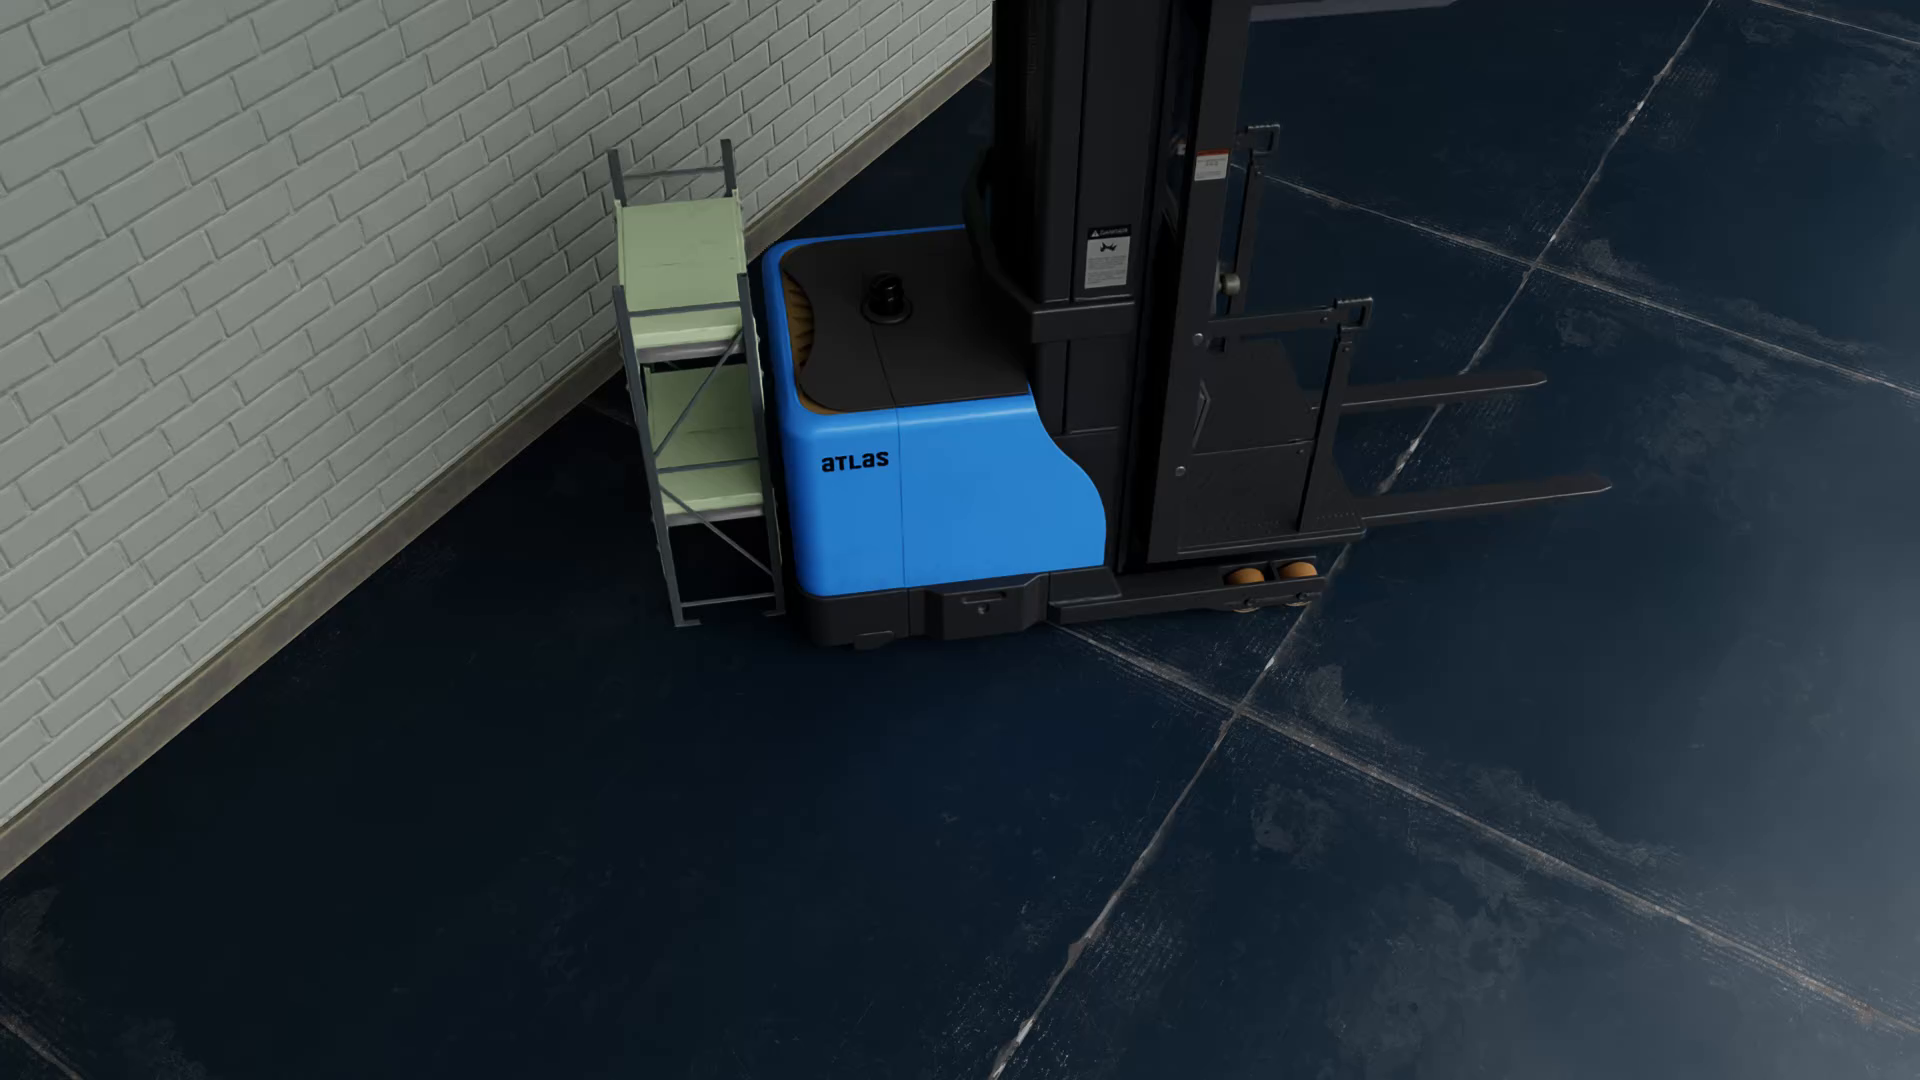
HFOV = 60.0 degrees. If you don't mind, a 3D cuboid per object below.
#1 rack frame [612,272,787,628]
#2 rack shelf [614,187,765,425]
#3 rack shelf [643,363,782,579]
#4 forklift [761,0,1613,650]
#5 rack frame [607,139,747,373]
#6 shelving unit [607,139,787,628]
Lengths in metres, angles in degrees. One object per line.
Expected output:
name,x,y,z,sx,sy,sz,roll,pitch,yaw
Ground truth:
rack frame,-0.824,-0.240,5.437,0.400,1.500,0.023,-7,46,-7
rack shelf,-0.884,-0.770,5.409,0.431,0.370,0.720,-7,46,-7
rack shelf,-0.884,-0.271,5.922,0.431,0.370,0.720,-7,46,-7
forklift,0.863,-1.131,5.305,3.031,2.935,1.130,-6,46,-6
rack frame,-0.945,-0.757,5.940,0.400,1.500,0.023,-7,46,-7
shelving unit,-0.884,-0.498,5.689,0.431,1.500,0.755,-7,46,-7
